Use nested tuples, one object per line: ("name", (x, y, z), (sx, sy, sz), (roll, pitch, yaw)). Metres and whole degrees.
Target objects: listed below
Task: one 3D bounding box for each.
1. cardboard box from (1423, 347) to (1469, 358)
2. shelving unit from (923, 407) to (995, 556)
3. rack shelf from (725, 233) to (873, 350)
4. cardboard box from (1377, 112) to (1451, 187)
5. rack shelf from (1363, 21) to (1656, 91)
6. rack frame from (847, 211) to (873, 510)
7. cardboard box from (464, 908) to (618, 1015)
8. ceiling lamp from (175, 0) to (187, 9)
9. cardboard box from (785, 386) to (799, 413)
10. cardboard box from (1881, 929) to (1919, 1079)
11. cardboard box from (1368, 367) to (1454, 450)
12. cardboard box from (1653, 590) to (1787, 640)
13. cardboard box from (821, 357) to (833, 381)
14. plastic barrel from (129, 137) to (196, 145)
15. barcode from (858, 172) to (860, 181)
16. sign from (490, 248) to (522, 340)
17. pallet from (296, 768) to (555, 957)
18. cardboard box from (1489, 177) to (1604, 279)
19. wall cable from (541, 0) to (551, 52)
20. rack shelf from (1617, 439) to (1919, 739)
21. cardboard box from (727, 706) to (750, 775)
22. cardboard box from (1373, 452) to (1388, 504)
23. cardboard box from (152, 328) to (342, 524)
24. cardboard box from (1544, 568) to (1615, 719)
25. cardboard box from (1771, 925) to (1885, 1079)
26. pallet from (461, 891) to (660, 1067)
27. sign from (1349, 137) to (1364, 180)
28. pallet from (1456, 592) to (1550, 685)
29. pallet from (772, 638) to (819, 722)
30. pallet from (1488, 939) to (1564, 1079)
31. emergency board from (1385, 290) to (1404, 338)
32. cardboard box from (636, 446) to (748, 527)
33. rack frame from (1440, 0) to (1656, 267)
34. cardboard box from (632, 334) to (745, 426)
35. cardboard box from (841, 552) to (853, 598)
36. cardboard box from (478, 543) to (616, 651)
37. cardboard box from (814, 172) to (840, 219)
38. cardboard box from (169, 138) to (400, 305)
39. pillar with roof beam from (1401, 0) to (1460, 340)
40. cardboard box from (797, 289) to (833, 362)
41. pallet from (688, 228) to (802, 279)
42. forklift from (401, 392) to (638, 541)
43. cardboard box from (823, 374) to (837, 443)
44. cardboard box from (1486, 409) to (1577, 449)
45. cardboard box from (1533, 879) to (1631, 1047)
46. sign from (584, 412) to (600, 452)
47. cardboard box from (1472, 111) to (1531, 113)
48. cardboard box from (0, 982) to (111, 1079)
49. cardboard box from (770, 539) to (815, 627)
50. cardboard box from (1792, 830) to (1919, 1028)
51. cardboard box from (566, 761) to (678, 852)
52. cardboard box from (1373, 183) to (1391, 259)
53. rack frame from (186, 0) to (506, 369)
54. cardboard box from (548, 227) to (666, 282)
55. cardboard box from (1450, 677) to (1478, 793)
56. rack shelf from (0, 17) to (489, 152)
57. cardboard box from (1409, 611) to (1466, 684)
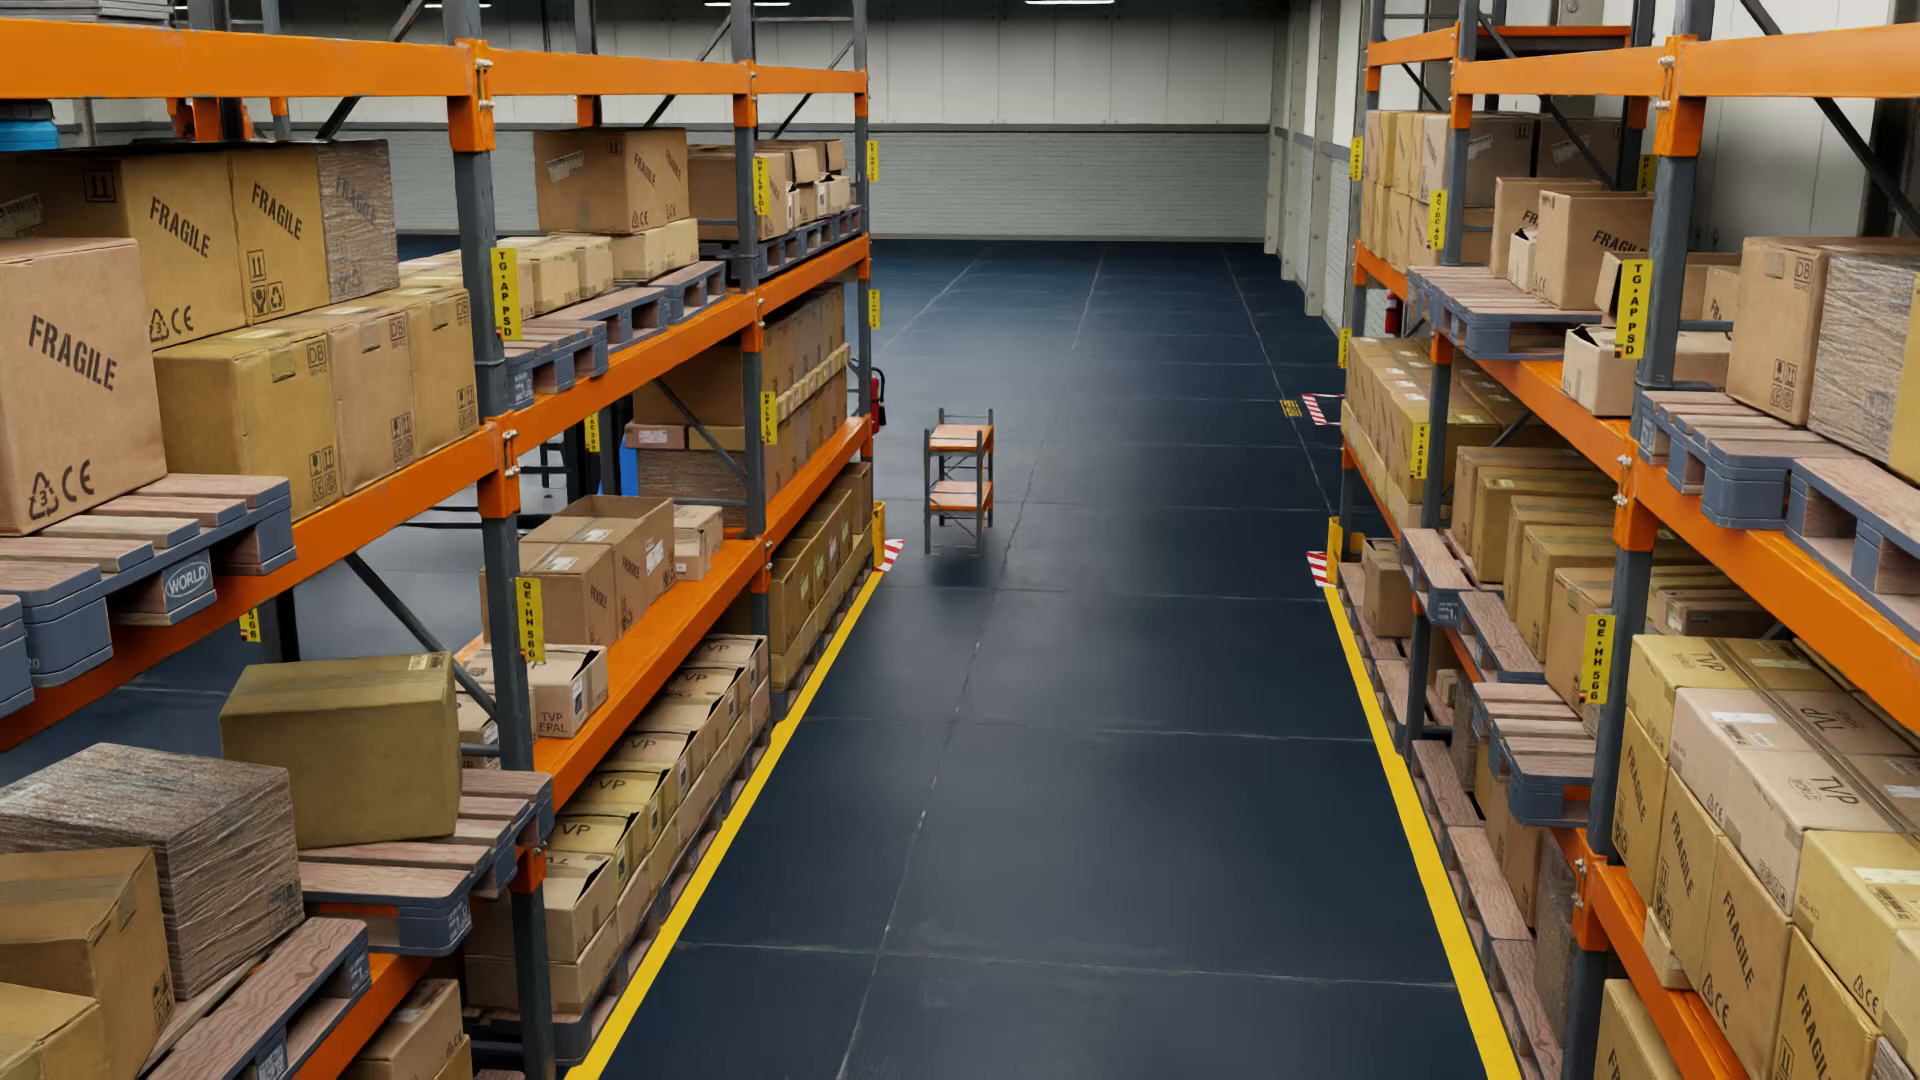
("cardboard box", (3.762, -1.164, 12.531), (0.500, 0.500, 0.500), (2, 15, 7))
("shelving unit", (-0.001, -0.541, 15.009), (0.538, 1.125, 1.048), (2, 15, 6))
("rack shelf", (-1.478, -1.850, 11.889), (1.077, 0.370, 4.000), (2, 15, 6))
("cardboard box", (3.232, -2.757, 11.720), (0.500, 0.500, 0.500), (2, 15, 8))
("rack shelf", (3.445, -3.152, 10.962), (1.077, 0.370, 4.000), (2, 15, 6))
("rack frame", (-1.252, -1.268, 14.105), (1.000, 3.000, 0.127), (2, 15, 6))
("cardboard box", (-1.804, 1.804, 7.206), (0.500, 0.250, 0.500), (2, 15, 6))
("ceiling lamp", (-19.180, -14.196, 39.241), (2.000, 3.185, 0.800), (2, 15, 6))
("cardboard box", (-1.339, -0.990, 11.644), (0.380, 0.149, 0.250), (1, 15, 5))
("cardboard box", (2.240, 1.032, 3.361), (0.500, 0.250, 0.500), (2, 15, 7))
("cardboard box", (3.141, -0.911, 11.599), (0.500, 0.500, 0.500), (2, 15, 8))
("cardboard box", (2.777, 0.288, 6.075), (0.380, 0.149, 0.250), (0, 15, -1))
("cardboard box", (-1.193, -1.325, 12.882), (0.380, 0.149, 0.250), (2, 15, 7))
("plastic barrel", (-6.176, -2.857, 13.070), (0.600, 0.588, 0.600), (0, 15, 0))
("barcode", (-0.807, -2.904, 13.296), (0.001, 0.075, 0.075), (2, 15, 6))
("sign", (-1.616, -0.874, 5.912), (0.100, 0.325, 0.005), (2, 15, 6))
("pallet", (-2.162, 1.077, 5.799), (1.213, 0.211, 1.003), (2, 15, 6))
("cardboard box", (3.078, -1.645, 8.757), (0.500, 0.500, 0.500), (4, 16, 14))
("wall cable", (-12.385, -14.604, 45.415), (2.305, 6.003, 0.169), (2, 15, 6))
("rack shelf", (2.542, 0.370, 3.680), (1.077, 0.370, 4.000), (2, 15, 6))
("cardboard box", (-1.521, 1.141, 9.658), (0.500, 0.250, 0.500), (1, 15, 5))
("cardboard box", (3.077, -0.415, 11.198), (0.500, 0.250, 0.500), (2, 15, 6))
("cardboard box", (-2.287, -0.308, 4.617), (0.910, 0.500, 0.500), (2, 15, 6))
("cardboard box", (2.847, 0.423, 6.816), (0.700, 0.500, 0.500), (0, 15, 1))
("cardboard box", (2.282, 1.268, 3.926), (0.500, 0.500, 0.500), (2, 15, 8))
("pallet", (-2.023, 1.941, 7.581), (1.003, 0.211, 1.213), (2, 15, 6))
("sign", (3.131, -3.009, 13.122), (0.100, 0.325, 0.005), (2, 15, 6))
("pallet", (2.950, 0.530, 7.824), (1.003, 0.211, 1.213), (2, 15, 6))
("pallet", (-1.572, 0.910, 11.391), (1.003, 0.211, 1.213), (2, 15, 6))
("pallet", (2.857, 2.095, 7.009), (1.003, 0.211, 1.213), (2, 15, 6))
("emergency board", (5.445, -3.112, 20.925), (0.194, 1.169, 0.643), (2, 15, 6))
("cardboard box", (-1.660, -0.394, 10.682), (0.700, 0.500, 0.500), (1, 15, 5))
("rack frame", (3.219, -2.982, 8.949), (1.000, 3.000, 0.127), (2, 15, 6))
("cardboard box", (-1.660, -1.020, 10.512), (0.700, 0.500, 0.500), (2, 15, 7))
("cardboard box", (-1.118, 0.264, 12.902), (0.500, 0.250, 0.500), (2, 15, 6))
("cardboard box", (-1.982, 0.323, 8.030), (0.500, 0.500, 0.500), (1, 15, 3))
("cardboard box", (-1.183, -2.493, 11.985), (0.500, 0.311, 0.500), (4, 16, 13))
("cardboard box", (-2.210, -1.059, 5.479), (0.500, 0.500, 0.500), (2, 15, 6))
("pillar with roof beam", (0.850, -5.495, 18.244), (9.100, 9.000, 0.400), (2, 15, 6))
("cardboard box", (-1.377, -1.672, 12.920), (0.700, 0.500, 0.500), (1, 15, 5))
("pallet", (-1.633, -1.858, 10.709), (1.003, 0.211, 1.213), (2, 15, 6))
("forklift", (-3.630, -1.431, 14.841), (3.031, 2.935, 1.130), (0, 15, 1))
("cardboard box", (-1.372, -1.059, 13.141), (0.700, 0.500, 0.500), (2, 15, 8))
("cardboard box", (3.480, -0.501, 10.079), (0.500, 0.500, 0.500), (1, 15, 5))
("cardboard box", (2.797, 1.758, 6.861), (0.700, 0.500, 0.500), (2, 15, 7))
("sign", (-2.255, -0.703, 10.204), (0.100, 0.325, 0.005), (2, 15, 6))
("cardboard box", (3.831, -2.850, 12.065), (0.500, 0.500, 0.500), (3, 15, 10))
("cardboard box", (-2.316, 1.297, 3.624), (0.700, 0.500, 0.500), (4, 16, 15))
("cardboard box", (-1.291, 0.291, 11.366), (0.500, 0.500, 0.500), (2, 15, 6))
("cardboard box", (2.297, 0.900, 3.850), (0.500, 0.250, 0.500), (1, 15, 5))
("cardboard box", (-1.693, 1.265, 8.127), (0.500, 0.311, 0.500), (1, 15, 5))
("cardboard box", (3.234, -2.277, 11.859), (0.500, 0.500, 0.500), (2, 15, 9))
("rack frame", (-2.155, -2.089, 5.649), (1.000, 3.000, 0.127), (2, 15, 6))
("cardboard box", (-1.842, -1.507, 8.725), (0.500, 0.250, 0.500), (0, 15, 1))
("cardboard box", (3.153, 1.100, 9.293), (0.700, 0.500, 0.500), (2, 15, 8))
("rack shelf", (-2.380, -1.030, 3.876), (1.077, 0.370, 4.000), (2, 15, 6))
("cardboard box", (3.296, 0.638, 11.001), (0.500, 0.500, 0.500), (1, 15, 2))
